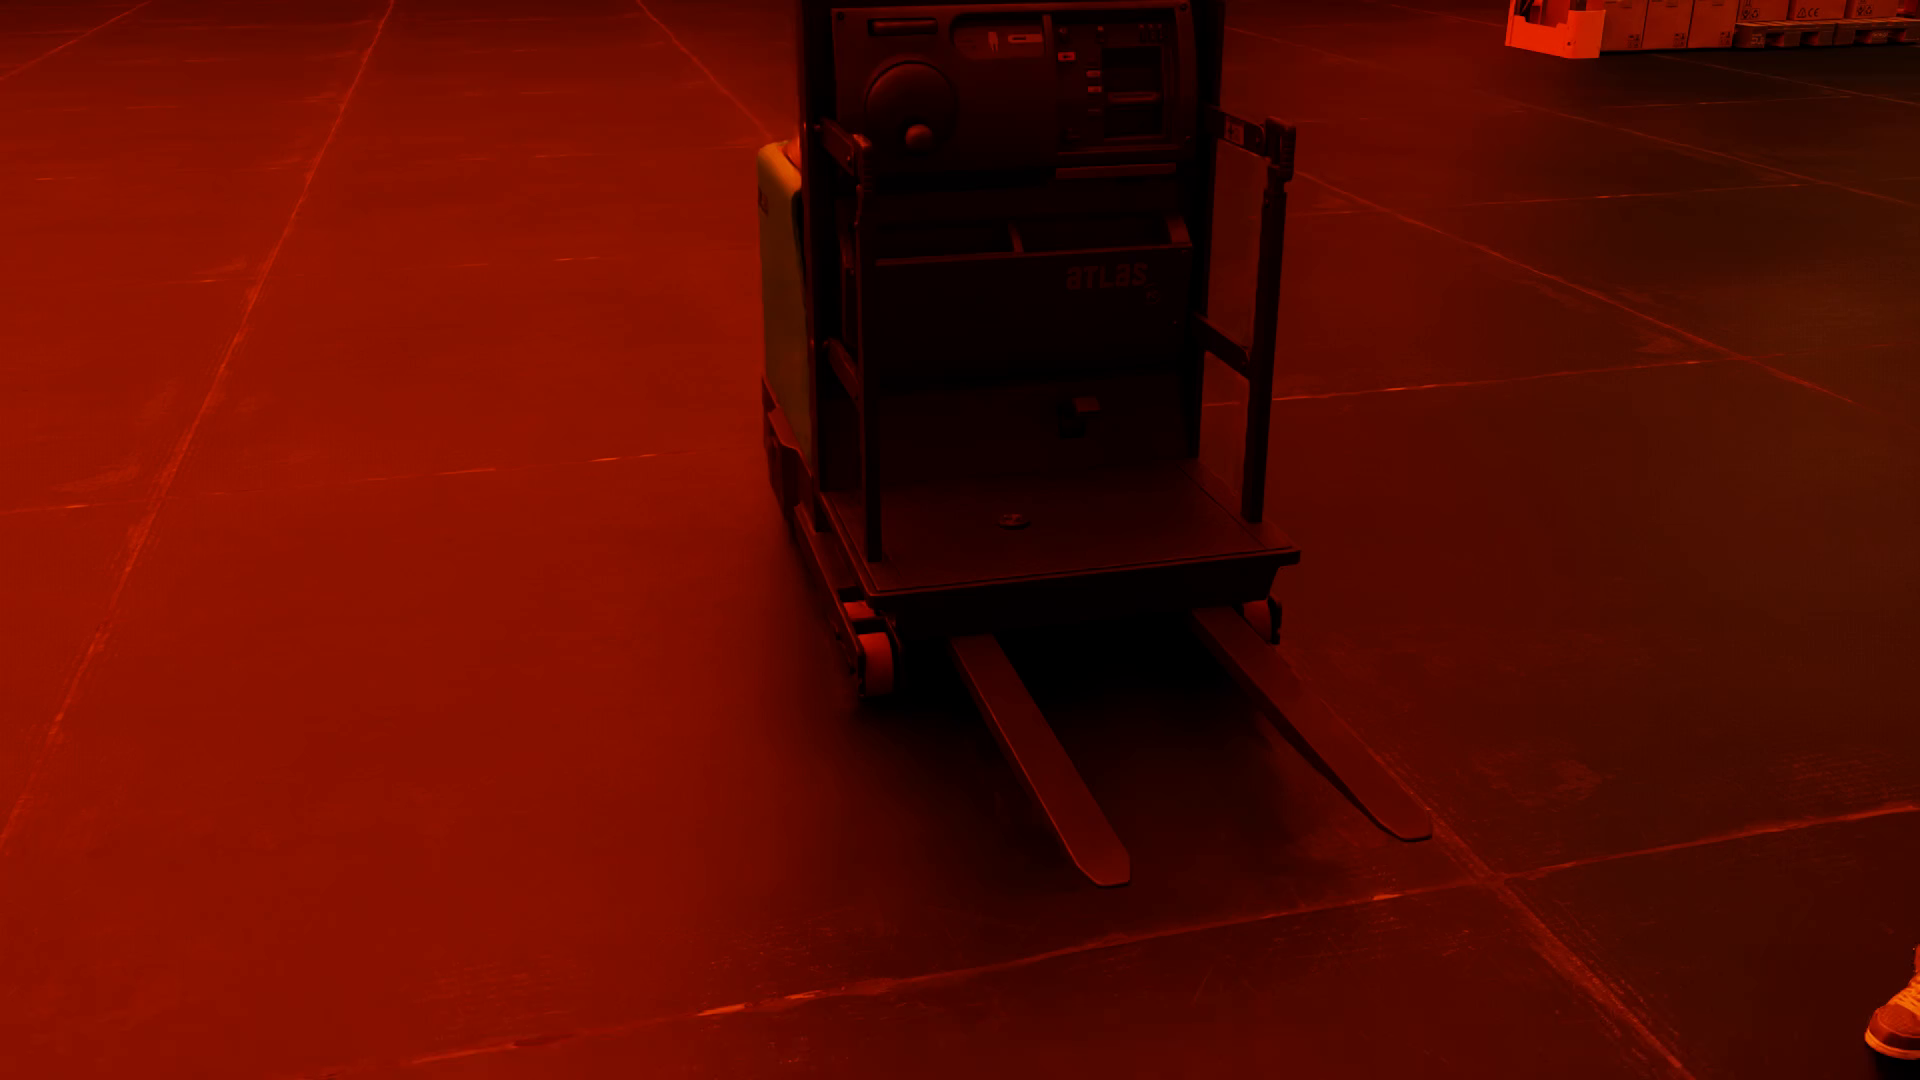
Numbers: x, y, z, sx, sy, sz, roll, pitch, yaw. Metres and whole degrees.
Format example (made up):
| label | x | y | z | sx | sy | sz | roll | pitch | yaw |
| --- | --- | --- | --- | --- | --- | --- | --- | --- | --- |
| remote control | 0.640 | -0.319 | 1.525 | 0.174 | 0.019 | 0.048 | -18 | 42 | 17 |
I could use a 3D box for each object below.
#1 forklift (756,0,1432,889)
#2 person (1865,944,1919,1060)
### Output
| label | x | y | z | sx | sy | sz | roll | pitch | yaw |
| --- | --- | --- | --- | --- | --- | --- | --- | --- | --- |
| forklift | 0.199 | -1.122 | 3.946 | 1.130 | 2.935 | 3.031 | -6 | 24 | -13 |
| person | 1.857 | 0.163 | 2.619 | 0.552 | 1.598 | 0.498 | -3 | 23 | -7 |
